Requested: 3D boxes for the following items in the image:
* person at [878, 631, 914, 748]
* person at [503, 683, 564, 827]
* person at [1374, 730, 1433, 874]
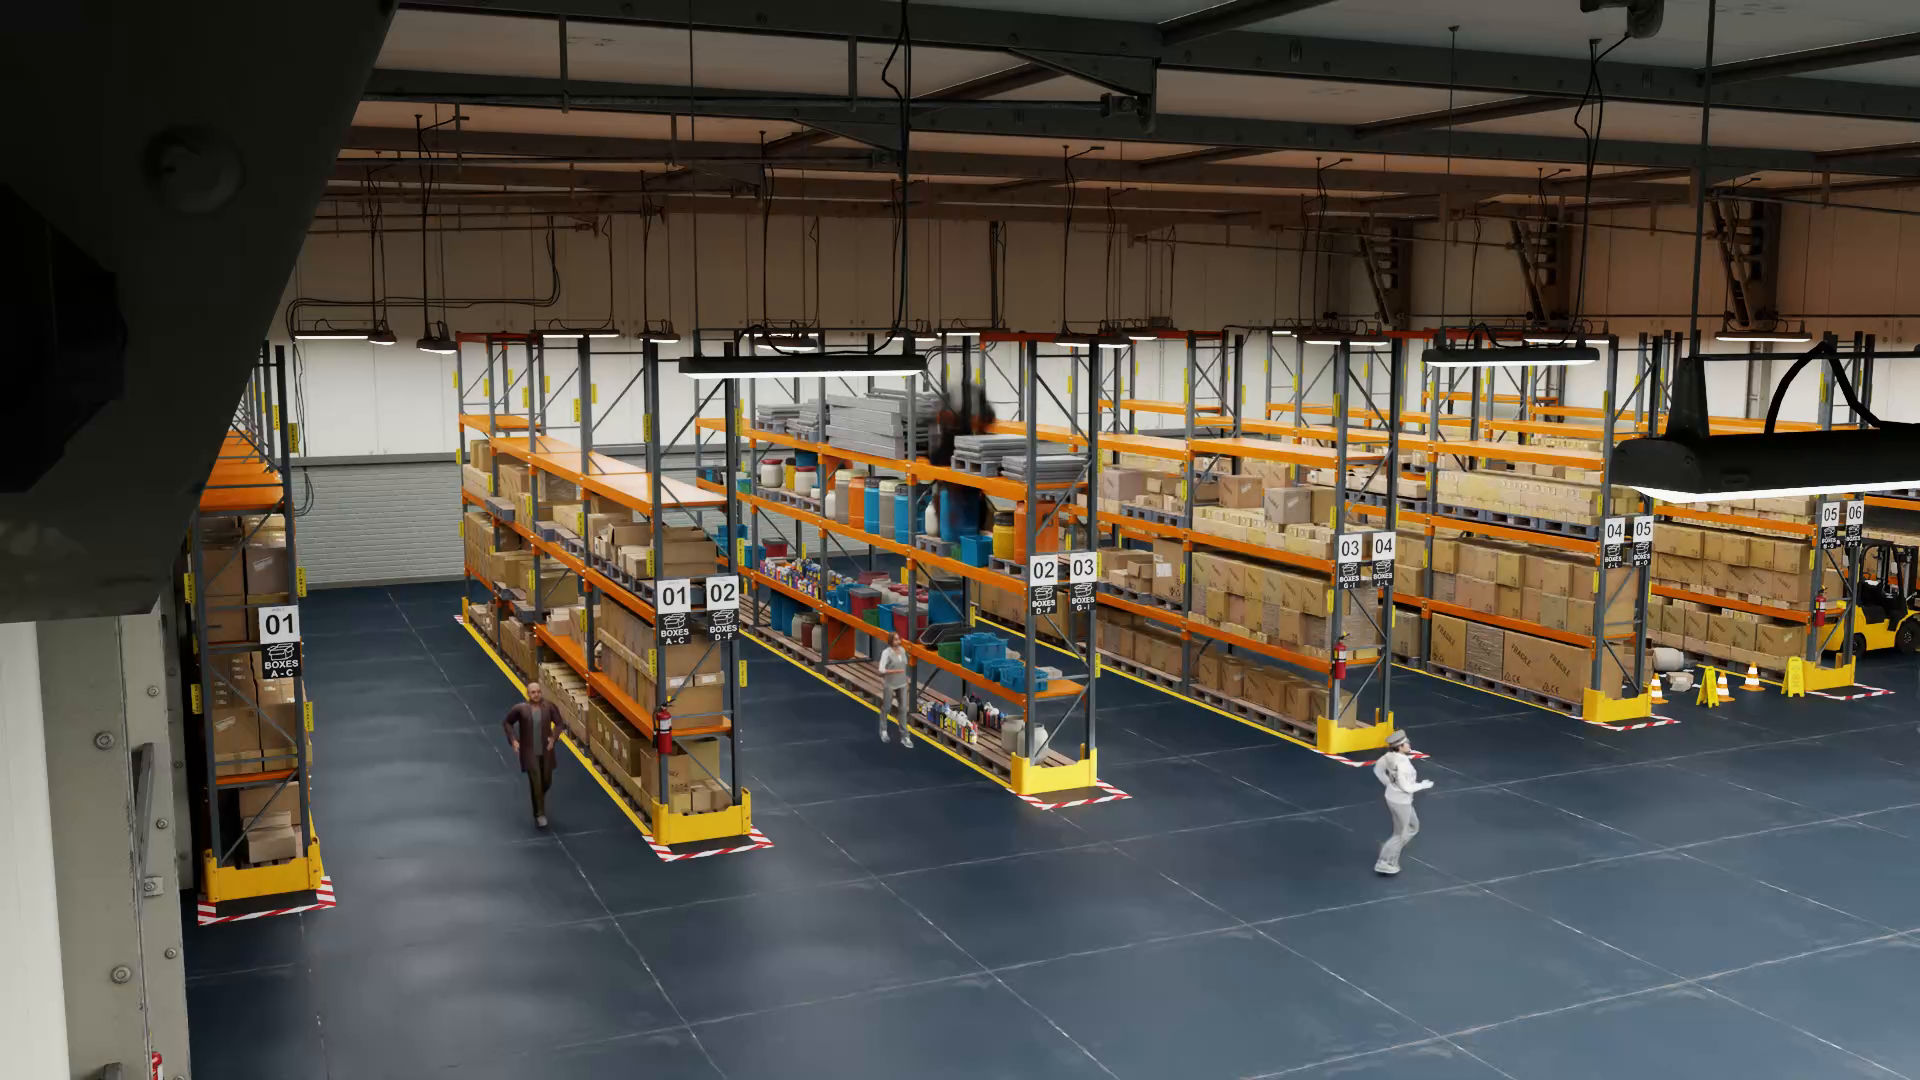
[{"bbox_3d":[-0.905,2.091,23.383,0.539,1.614,0.775,-5,9,-32],"label":"person"},{"bbox_3d":[-5.340,2.647,20.884,0.730,1.761,0.858,-4,9,-25],"label":"person"},{"bbox_3d":[5.020,2.972,18.840,0.614,1.690,0.596,0,8,0],"label":"person"}]
